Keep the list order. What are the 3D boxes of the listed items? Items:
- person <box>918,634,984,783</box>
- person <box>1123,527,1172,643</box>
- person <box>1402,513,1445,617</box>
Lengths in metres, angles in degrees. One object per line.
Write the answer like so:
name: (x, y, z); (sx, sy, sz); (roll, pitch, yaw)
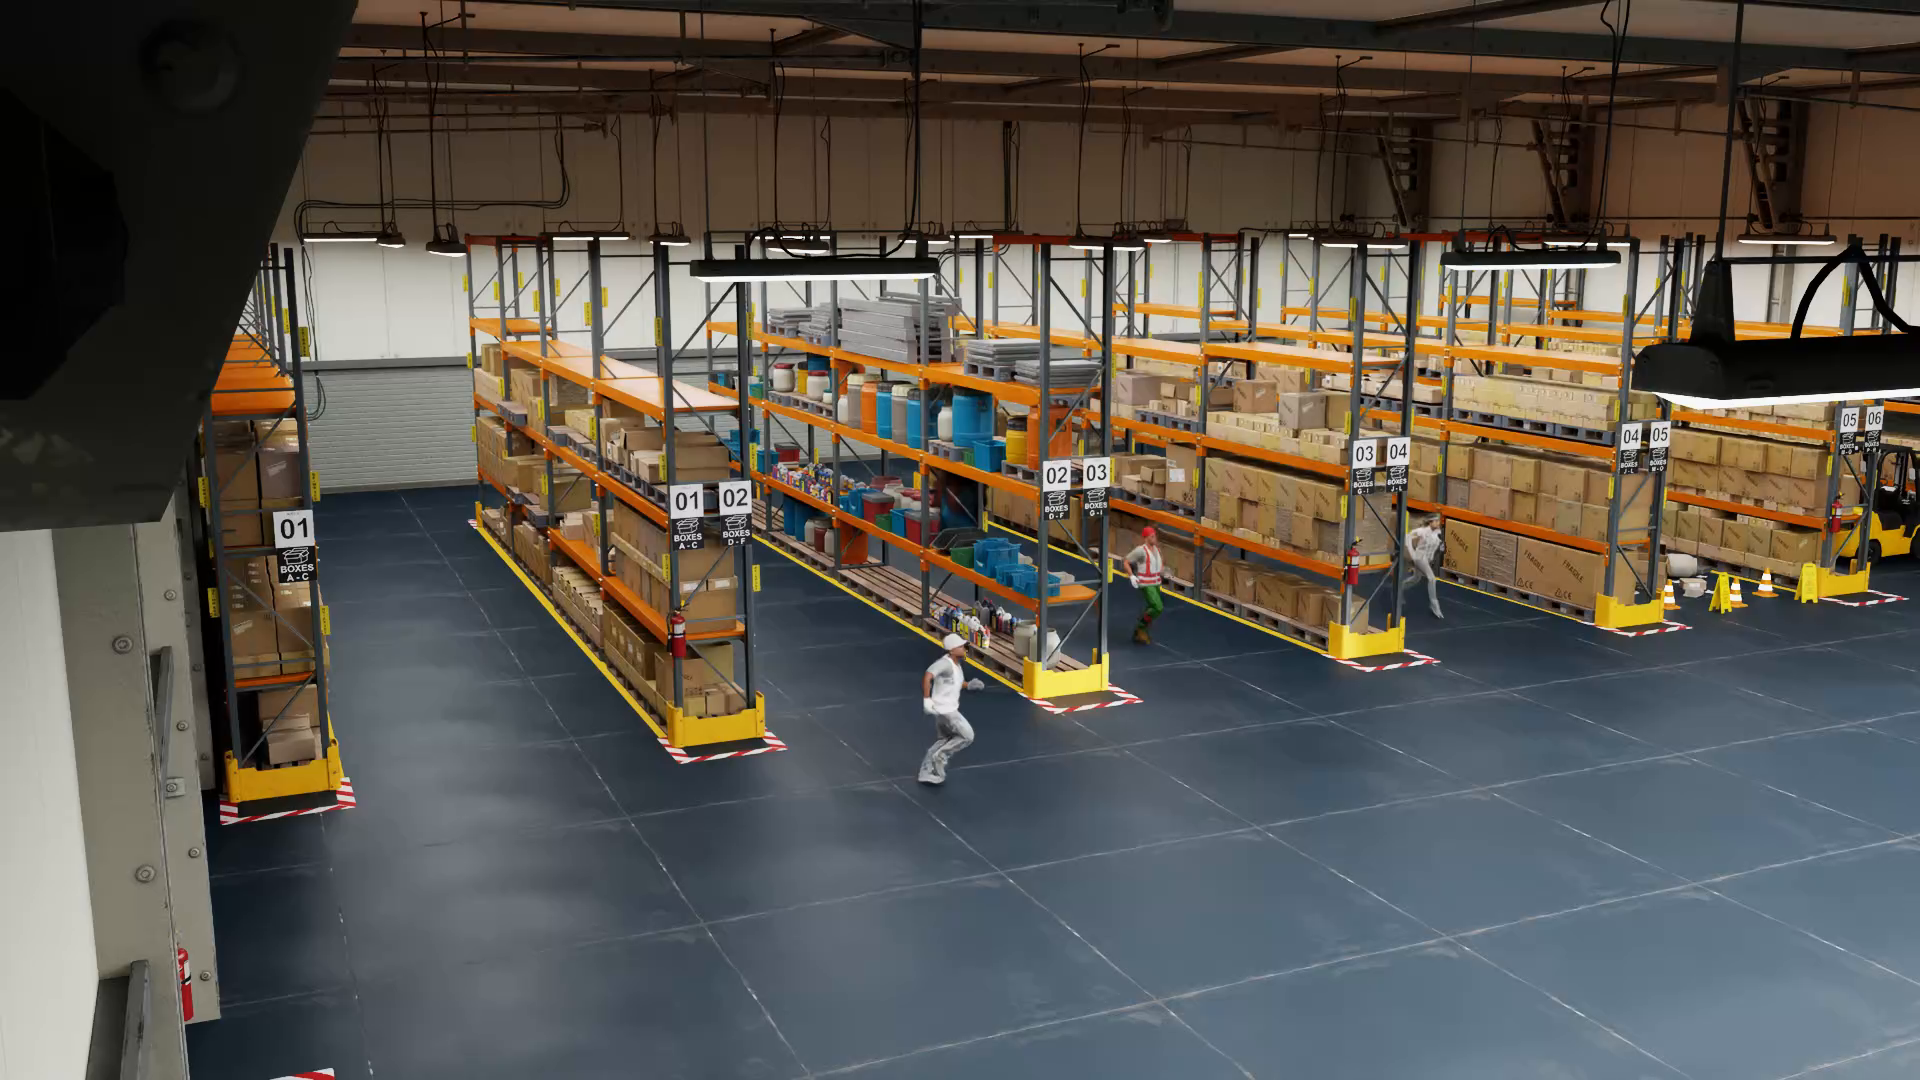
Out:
person: (-0.105, 1.904, 18.683); (0.741, 1.724, 0.729); (1, 11, 7)
person: (2.864, 0.677, 24.926); (0.665, 1.753, 0.647); (9, 14, 40)
person: (7.481, 0.349, 27.016); (0.614, 1.695, 1.001); (-9, 14, -39)
